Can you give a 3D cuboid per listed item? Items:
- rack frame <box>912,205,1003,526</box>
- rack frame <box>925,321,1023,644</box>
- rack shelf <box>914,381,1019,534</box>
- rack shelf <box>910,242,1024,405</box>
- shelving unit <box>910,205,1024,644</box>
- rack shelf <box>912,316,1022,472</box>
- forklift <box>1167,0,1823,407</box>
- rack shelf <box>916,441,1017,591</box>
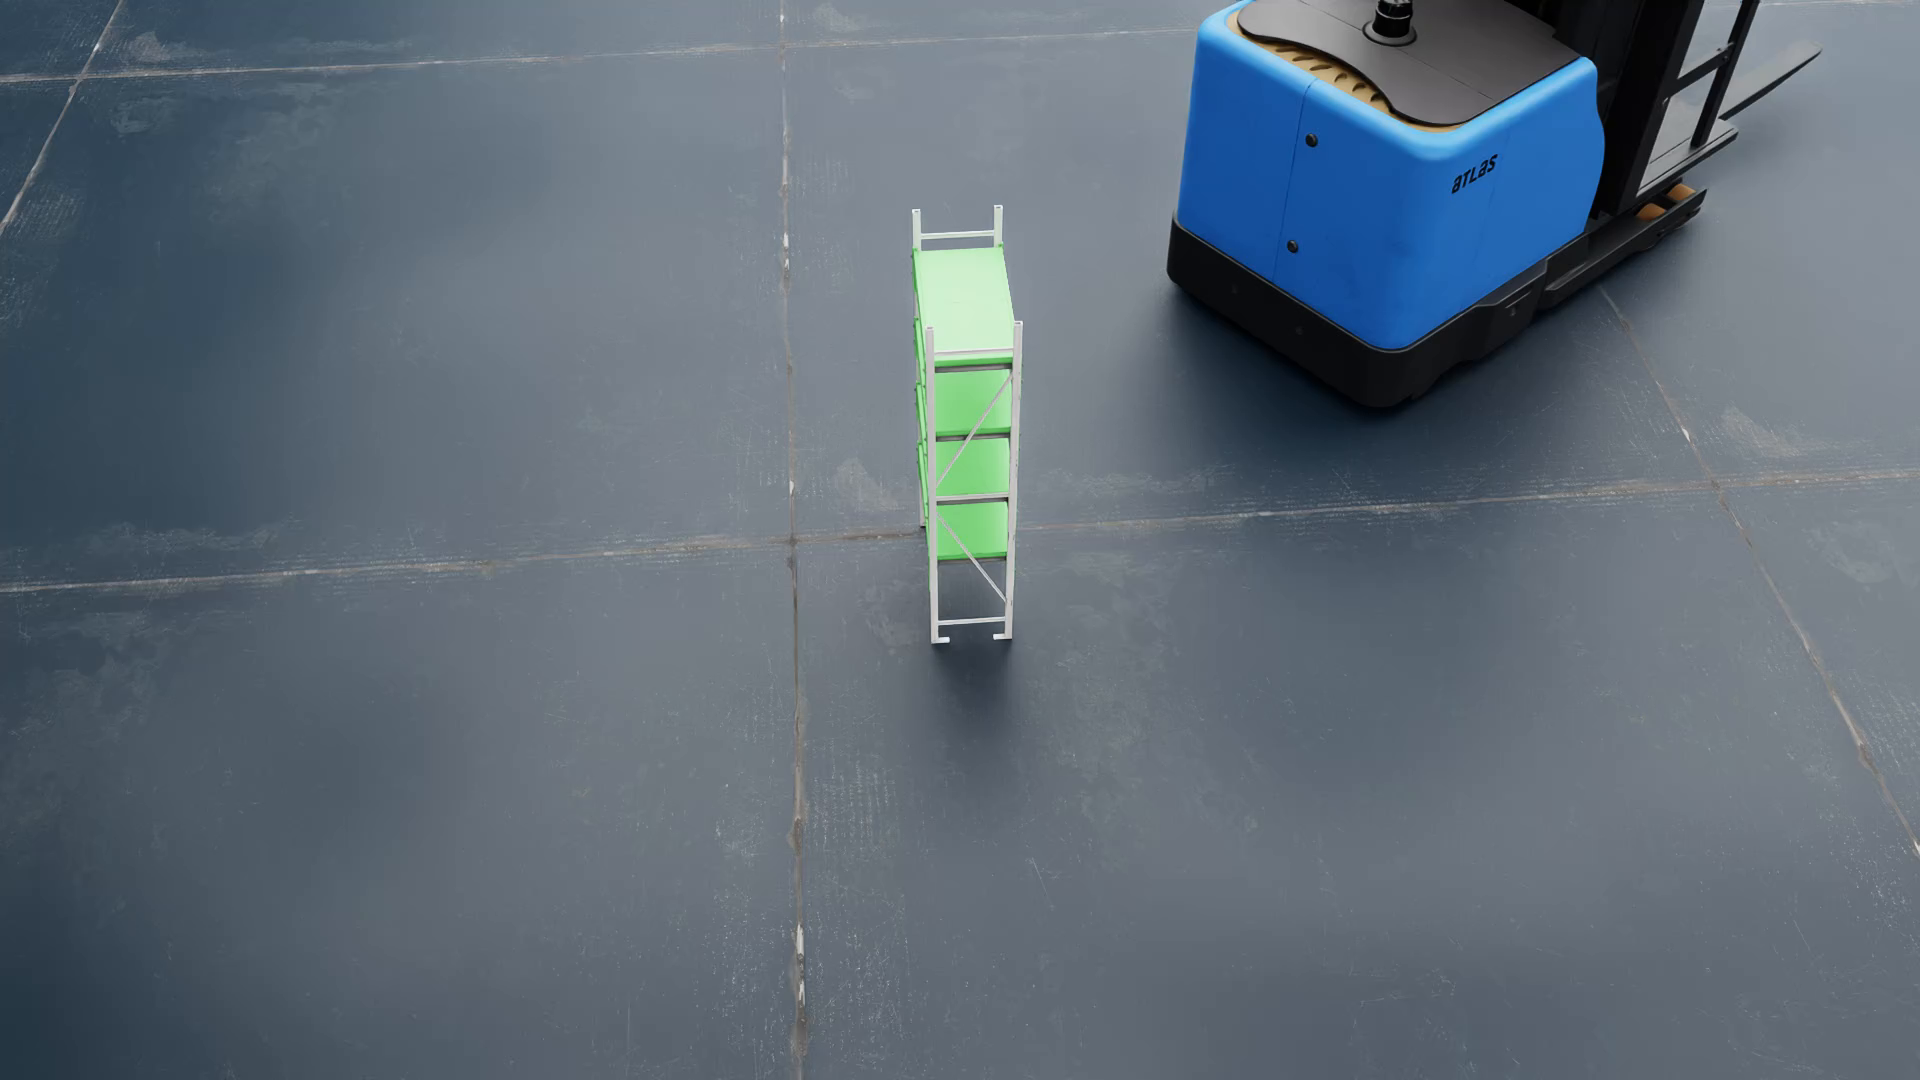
[{"bbox_3d":[-0.007,-0.469,4.868,0.240,1.200,0.015,-3,47,-3],"label":"rack frame"},{"bbox_3d":[0.034,-0.116,4.534,0.240,1.200,0.015,-3,47,-3],"label":"rack frame"},{"bbox_3d":[0.014,-0.249,4.747,0.258,0.148,0.480,-3,47,-3],"label":"rack shelf"},{"bbox_3d":[0.014,-0.579,4.399,0.258,0.148,0.480,-3,47,-3],"label":"rack shelf"},{"bbox_3d":[0.014,-0.293,4.701,0.258,1.200,0.503,-3,47,-3],"label":"shelving unit"},{"bbox_3d":[0.014,-0.414,4.573,0.258,0.148,0.480,-3,47,-3],"label":"rack shelf"},{"bbox_3d":[2.205,-2.373,5.478,3.031,2.935,1.130,-32,54,-26],"label":"forklift"},{"bbox_3d":[0.014,-0.084,4.922,0.258,0.148,0.480,-3,47,-3],"label":"rack shelf"}]
